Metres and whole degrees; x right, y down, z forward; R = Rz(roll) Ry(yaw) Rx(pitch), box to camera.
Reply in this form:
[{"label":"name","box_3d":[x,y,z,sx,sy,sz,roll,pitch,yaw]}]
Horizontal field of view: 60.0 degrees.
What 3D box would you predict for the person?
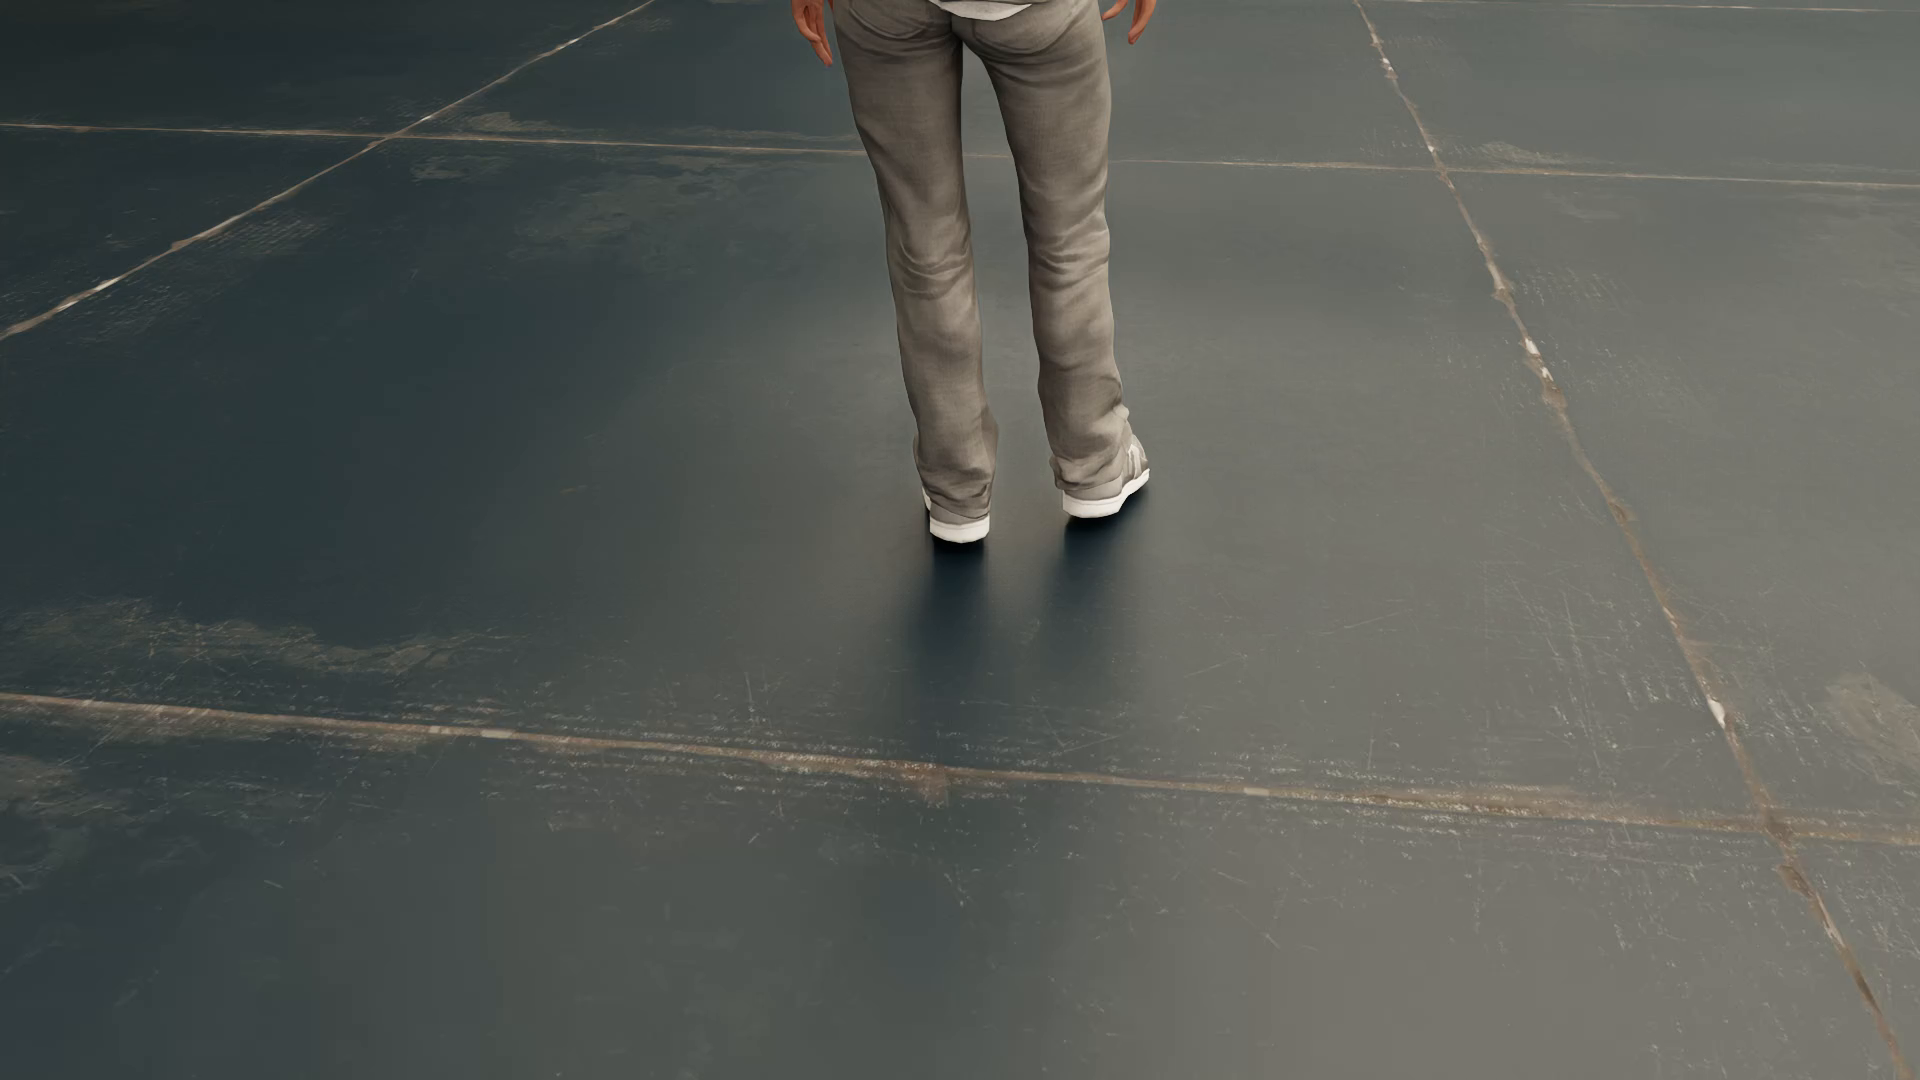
[{"label":"person","box_3d":[0.024,-0.753,2.204,0.520,1.597,0.475,3,27,7]}]
